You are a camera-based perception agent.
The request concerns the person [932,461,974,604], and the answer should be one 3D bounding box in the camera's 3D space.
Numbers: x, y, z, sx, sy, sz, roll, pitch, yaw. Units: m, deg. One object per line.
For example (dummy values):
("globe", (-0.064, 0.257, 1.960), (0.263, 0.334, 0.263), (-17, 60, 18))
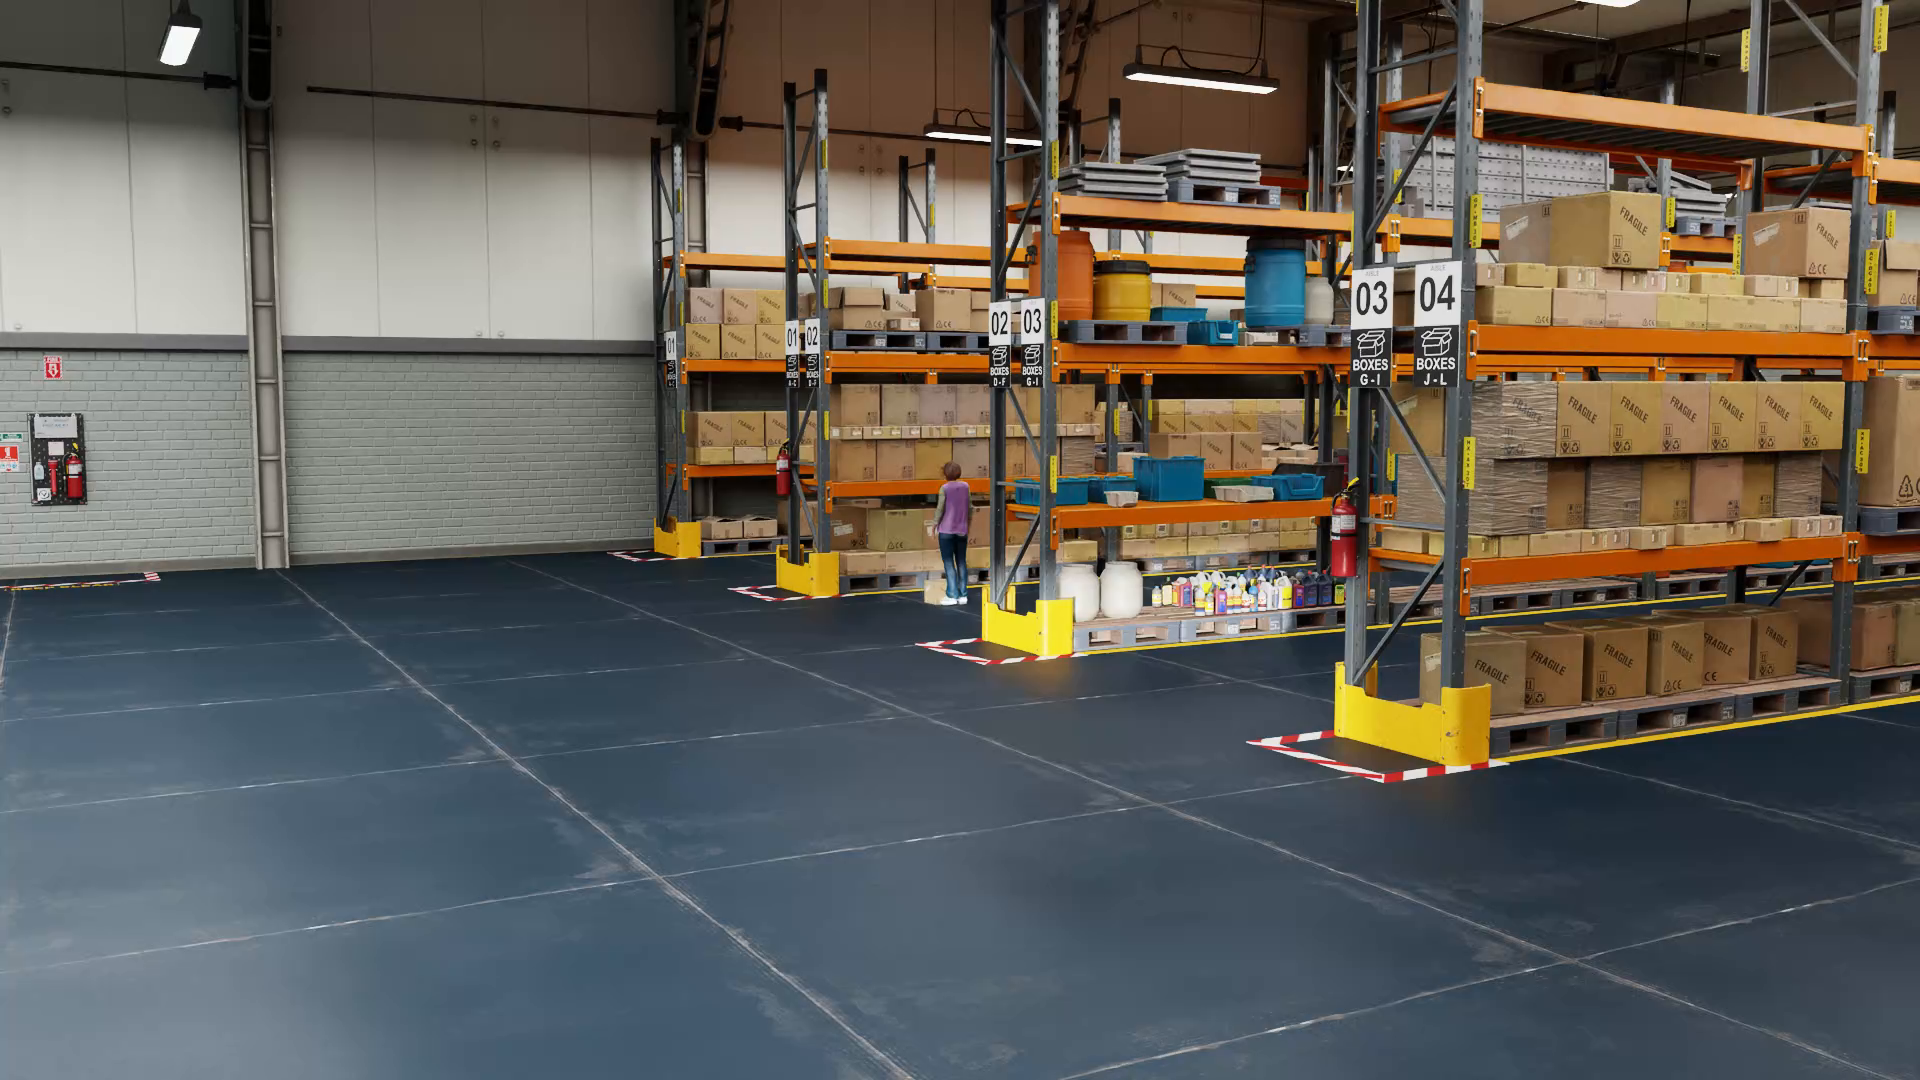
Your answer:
("person", (-0.108, -0.085, 18.462), (0.520, 1.597, 0.475), (-3, 6, -29))
